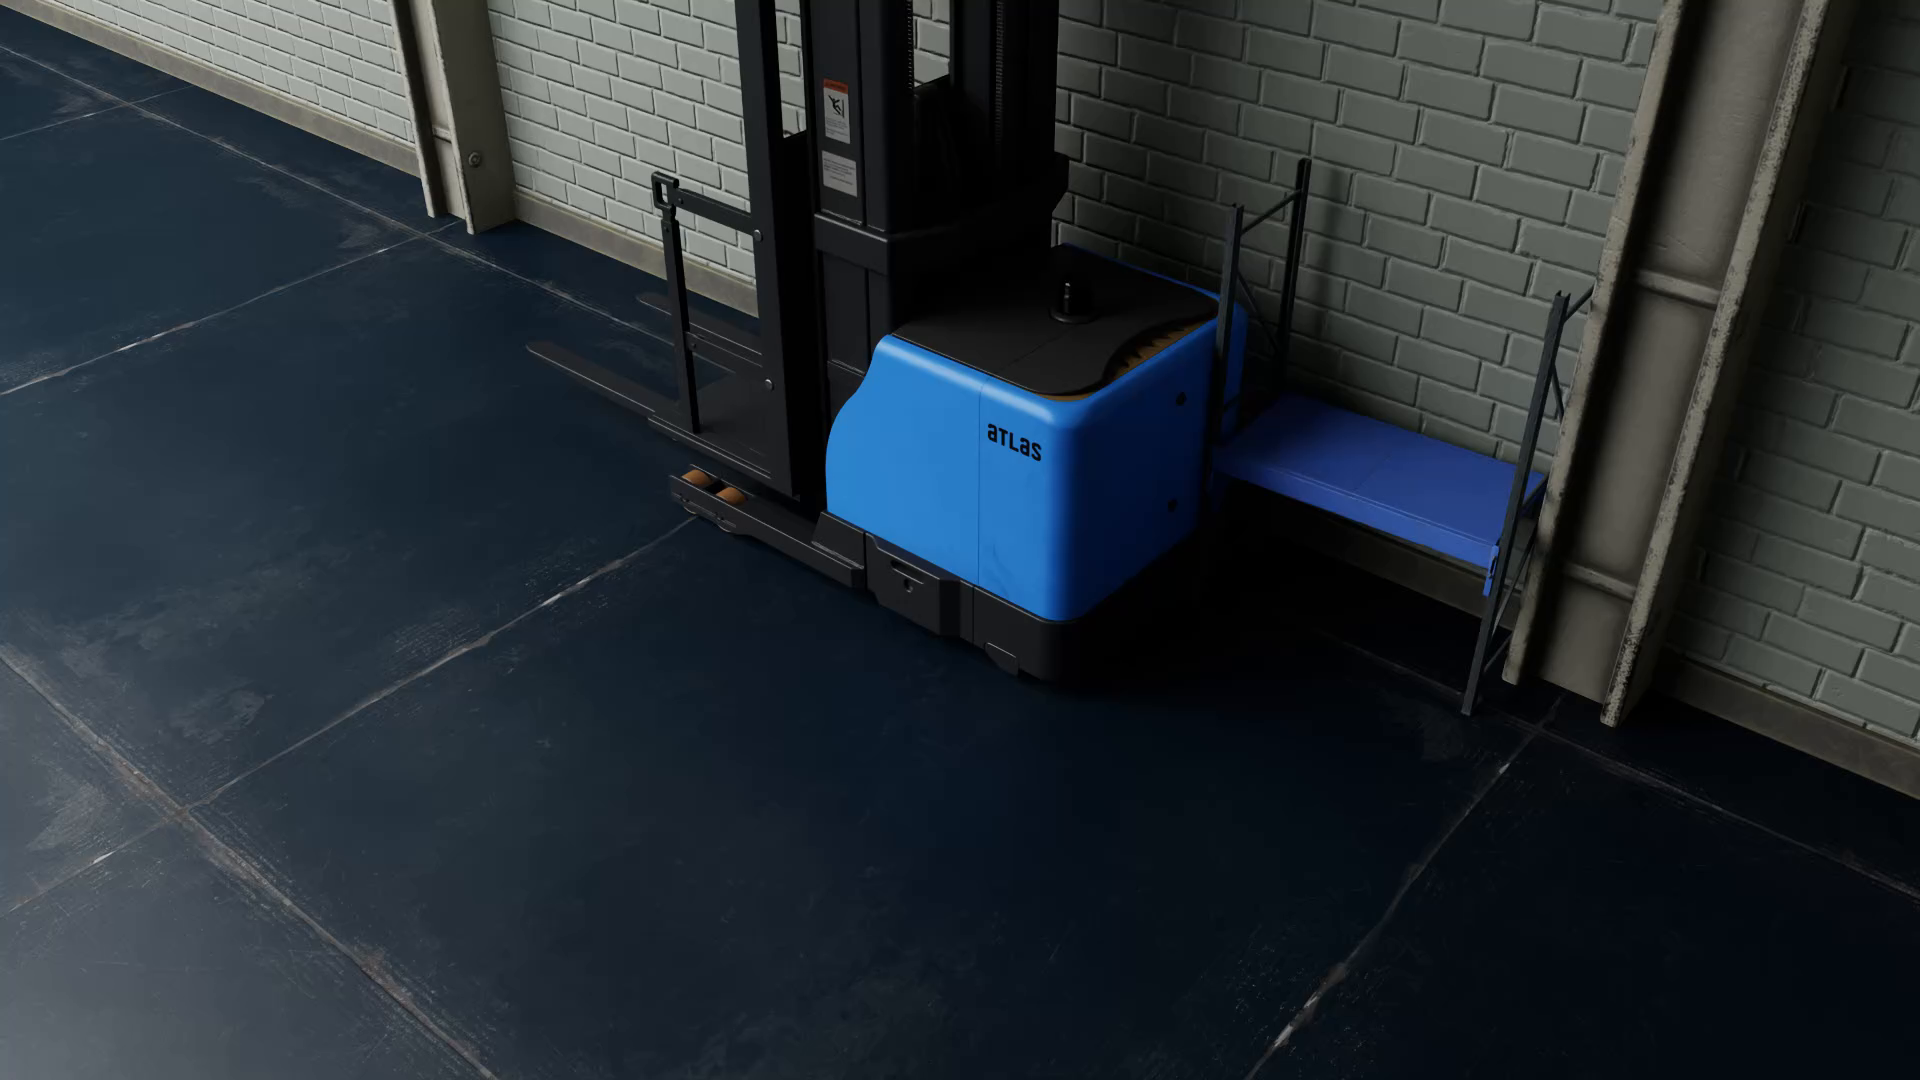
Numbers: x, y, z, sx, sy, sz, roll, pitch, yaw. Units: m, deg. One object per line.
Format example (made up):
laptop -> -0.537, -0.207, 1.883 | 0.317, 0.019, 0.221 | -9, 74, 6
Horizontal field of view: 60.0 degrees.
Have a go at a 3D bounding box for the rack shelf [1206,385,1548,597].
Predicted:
rack shelf -> 1.387, -0.186, 5.506 | 1.000, 0.185, 0.538 | 23, 41, 29

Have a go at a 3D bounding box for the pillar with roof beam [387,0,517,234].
pillar with roof beam -> -5.302, -3.540, 3.456 | 0.400, 9.000, 9.100 | 25, 42, 32

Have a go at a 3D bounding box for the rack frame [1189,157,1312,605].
rack frame -> 0.979, -0.507, 5.654 | 0.032, 1.500, 0.500 | 23, 41, 29

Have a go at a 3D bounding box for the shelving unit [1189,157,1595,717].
shelving unit -> 1.387, -0.334, 5.404 | 1.048, 1.500, 0.538 | 23, 41, 29

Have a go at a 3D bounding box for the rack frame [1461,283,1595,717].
rack frame -> 1.795, -0.162, 5.154 | 0.032, 1.500, 0.500 | 23, 41, 29

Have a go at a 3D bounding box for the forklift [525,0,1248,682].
forklift -> -0.480, -1.439, 5.757 | 3.031, 2.935, 1.130 | 26, 42, 32

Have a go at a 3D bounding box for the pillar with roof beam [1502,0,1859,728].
pillar with roof beam -> -0.691, -1.367, 0.292 | 0.400, 9.000, 9.100 | 25, 42, 32
